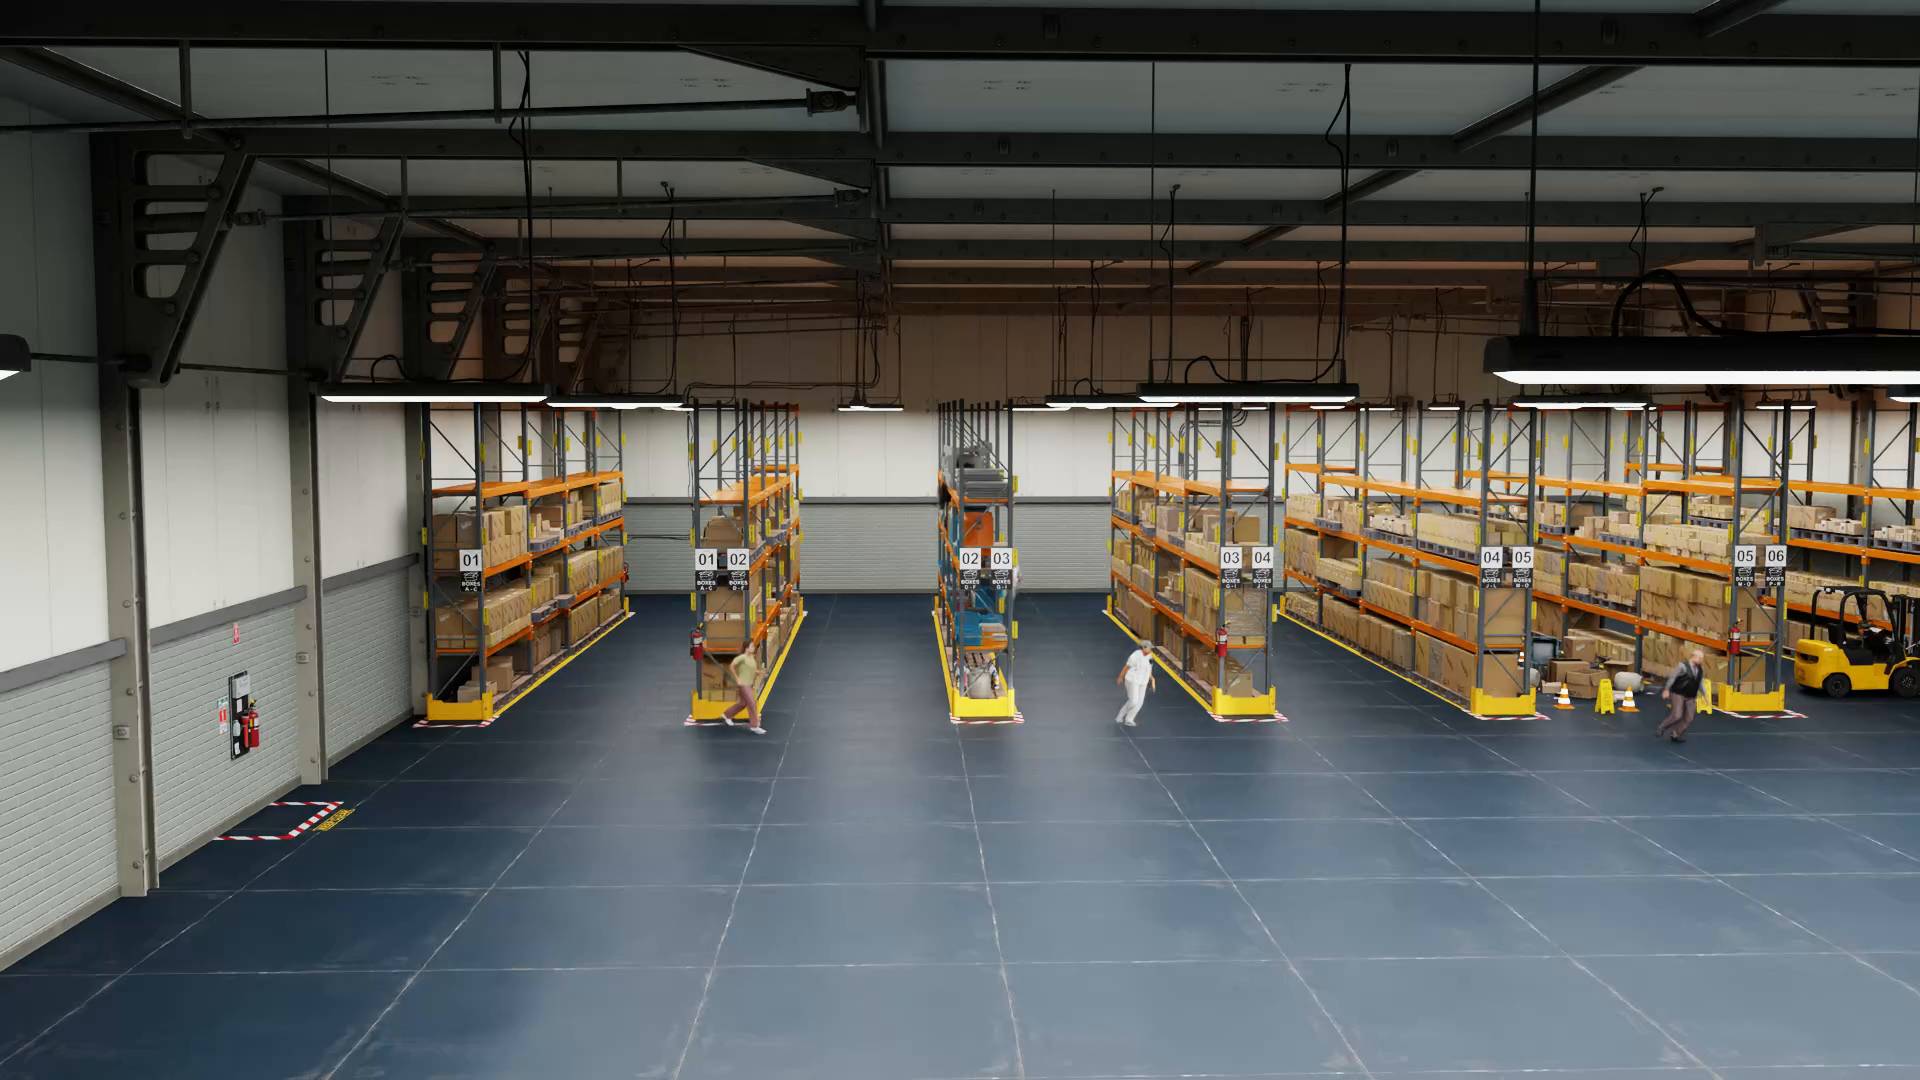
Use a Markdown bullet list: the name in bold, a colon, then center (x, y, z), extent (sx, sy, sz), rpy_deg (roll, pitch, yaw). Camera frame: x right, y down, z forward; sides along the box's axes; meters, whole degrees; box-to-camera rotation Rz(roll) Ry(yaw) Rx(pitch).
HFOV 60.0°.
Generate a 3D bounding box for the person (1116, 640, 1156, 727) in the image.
- **person**: center (3.233, 2.618, 30.388), extent (0.650, 1.617, 0.624), rpy_deg (-3, 5, -34)

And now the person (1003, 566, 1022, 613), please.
- **person**: center (1.410, 1.306, 47.259), extent (0.717, 1.644, 0.902), rpy_deg (0, 4, -1)

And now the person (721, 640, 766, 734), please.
- **person**: center (-3.912, 2.623, 29.936), extent (0.947, 1.673, 0.551), rpy_deg (2, 5, 20)

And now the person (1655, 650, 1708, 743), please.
- **person**: center (12.537, 2.703, 28.844), extent (0.779, 1.640, 0.599), rpy_deg (-1, 5, -16)
